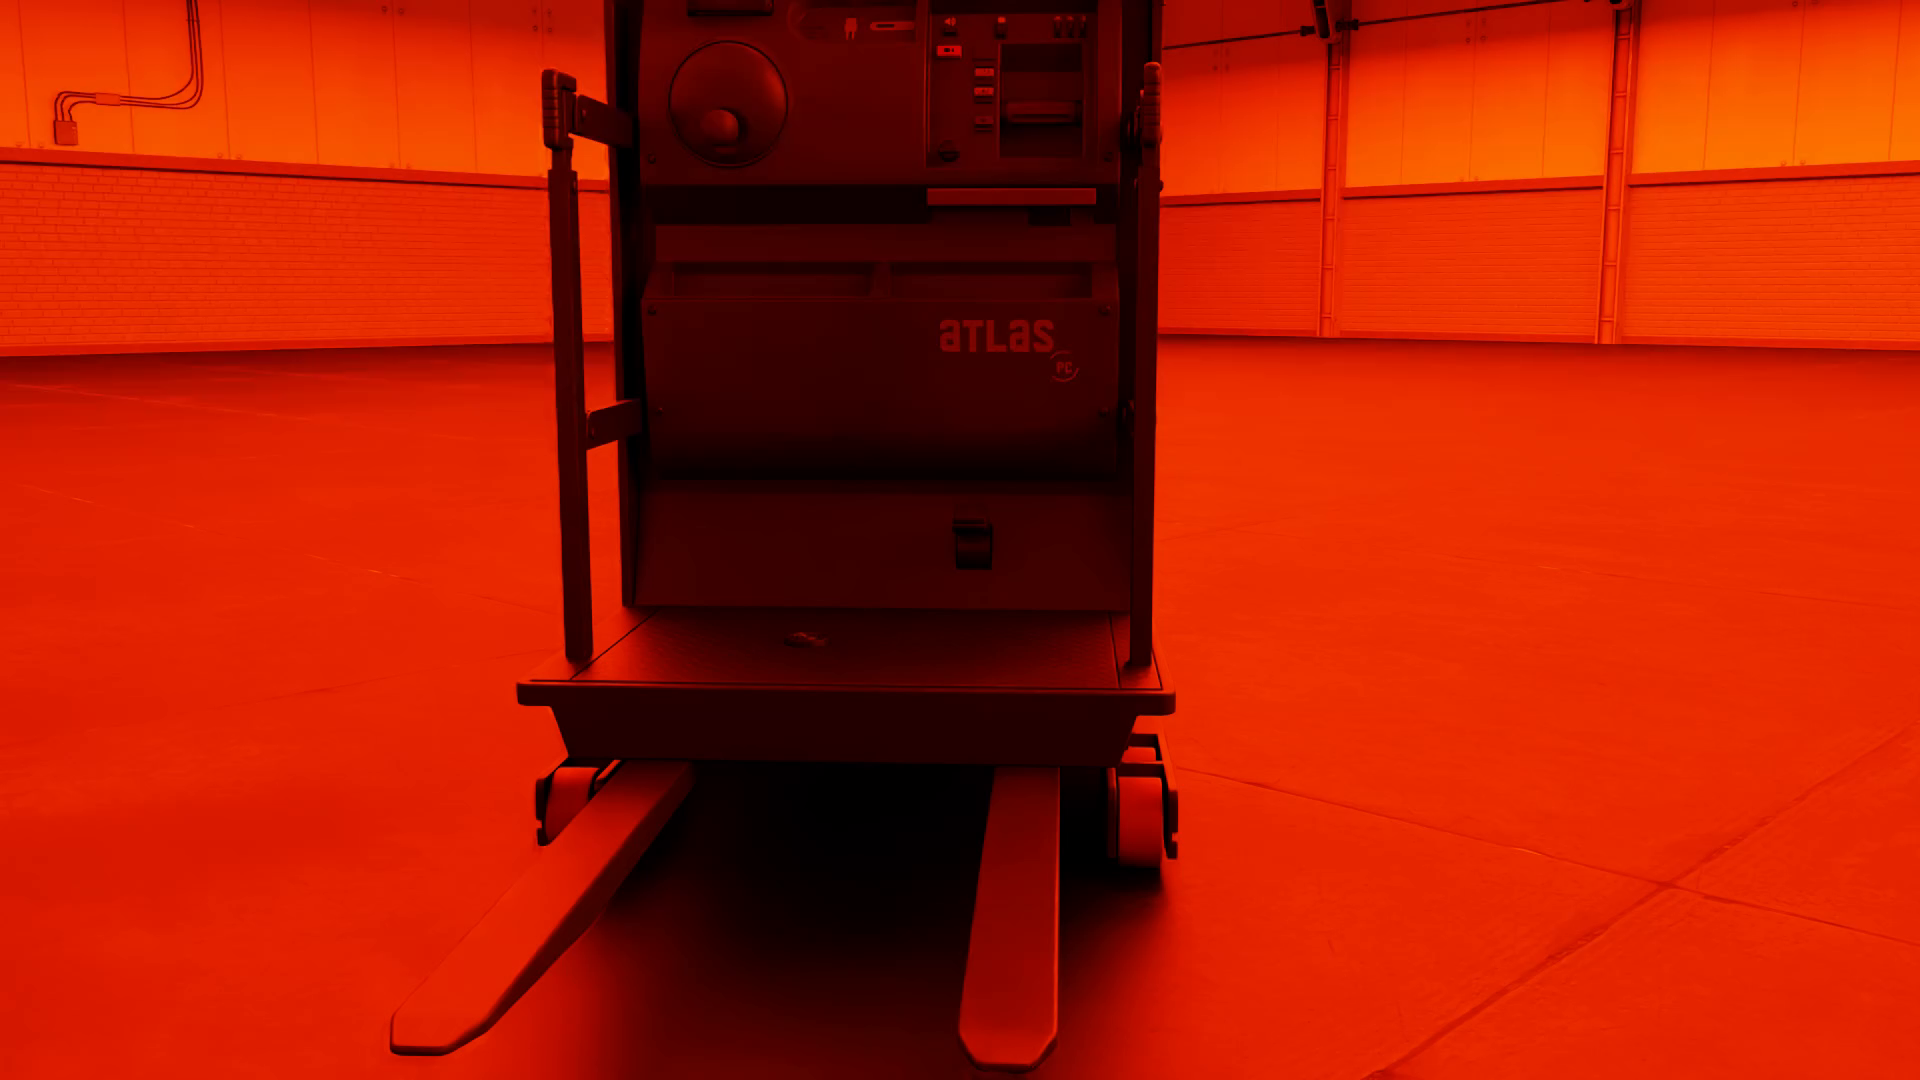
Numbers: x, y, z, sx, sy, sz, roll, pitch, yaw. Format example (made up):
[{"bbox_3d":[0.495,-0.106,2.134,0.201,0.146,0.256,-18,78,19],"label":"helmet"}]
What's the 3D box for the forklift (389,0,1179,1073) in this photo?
[{"bbox_3d":[-0.165,-0.924,3.009,1.130,2.935,3.031,1,9,3],"label":"forklift"}]
